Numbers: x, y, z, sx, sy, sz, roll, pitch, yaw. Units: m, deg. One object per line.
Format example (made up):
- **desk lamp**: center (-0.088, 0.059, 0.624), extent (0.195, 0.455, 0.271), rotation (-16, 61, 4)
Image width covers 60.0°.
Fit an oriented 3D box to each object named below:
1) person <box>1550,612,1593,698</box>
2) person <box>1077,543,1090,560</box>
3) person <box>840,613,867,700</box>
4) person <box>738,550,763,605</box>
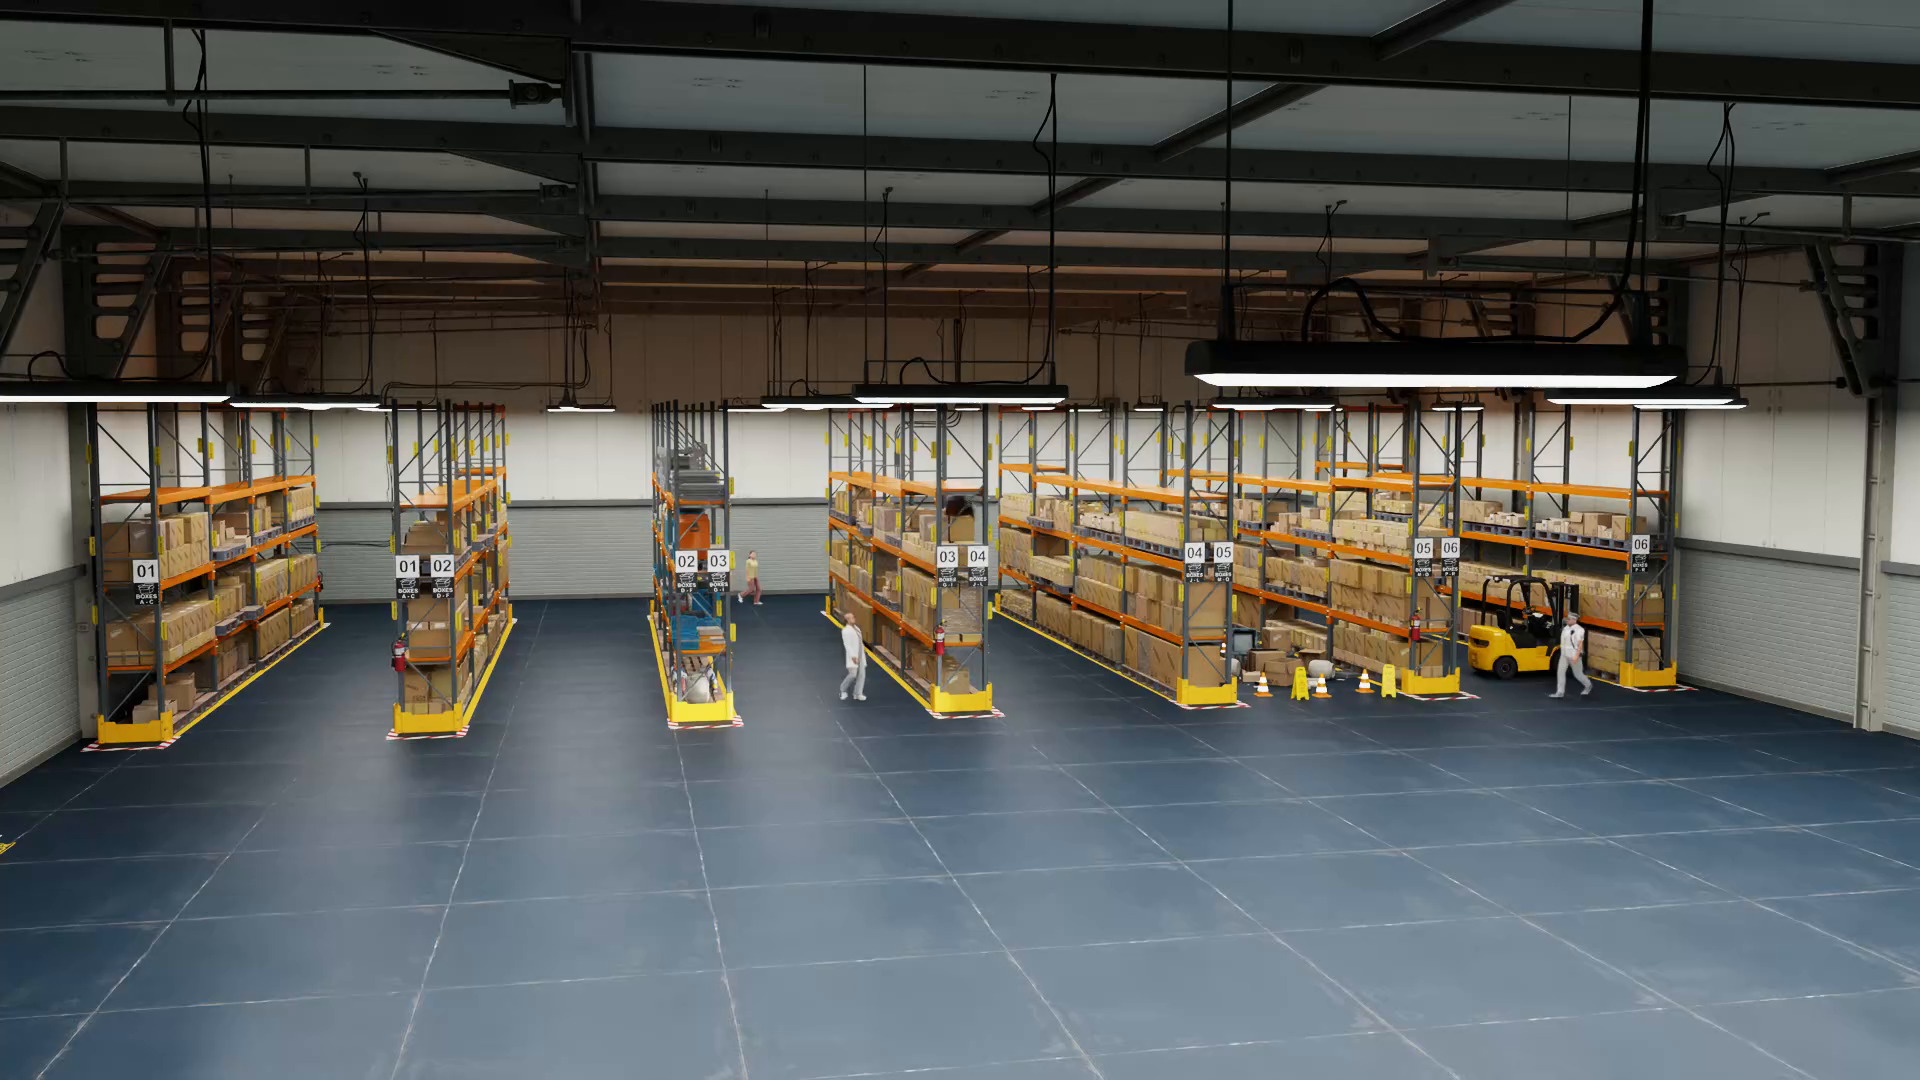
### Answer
- **person**: center (12.386, 2.312, 33.613), extent (0.967, 1.742, 0.526), rotation (-3, 5, -31)
- **person**: center (3.847, 0.877, 52.778), extent (0.513, 1.715, 0.621), rotation (-4, 6, -43)
- **person**: center (-2.132, 2.347, 33.445), extent (0.651, 1.777, 0.636), rotation (4, 6, 40)
- **person**: center (-6.284, 1.130, 49.992), extent (0.728, 1.640, 0.504), rotation (2, 5, 23)
